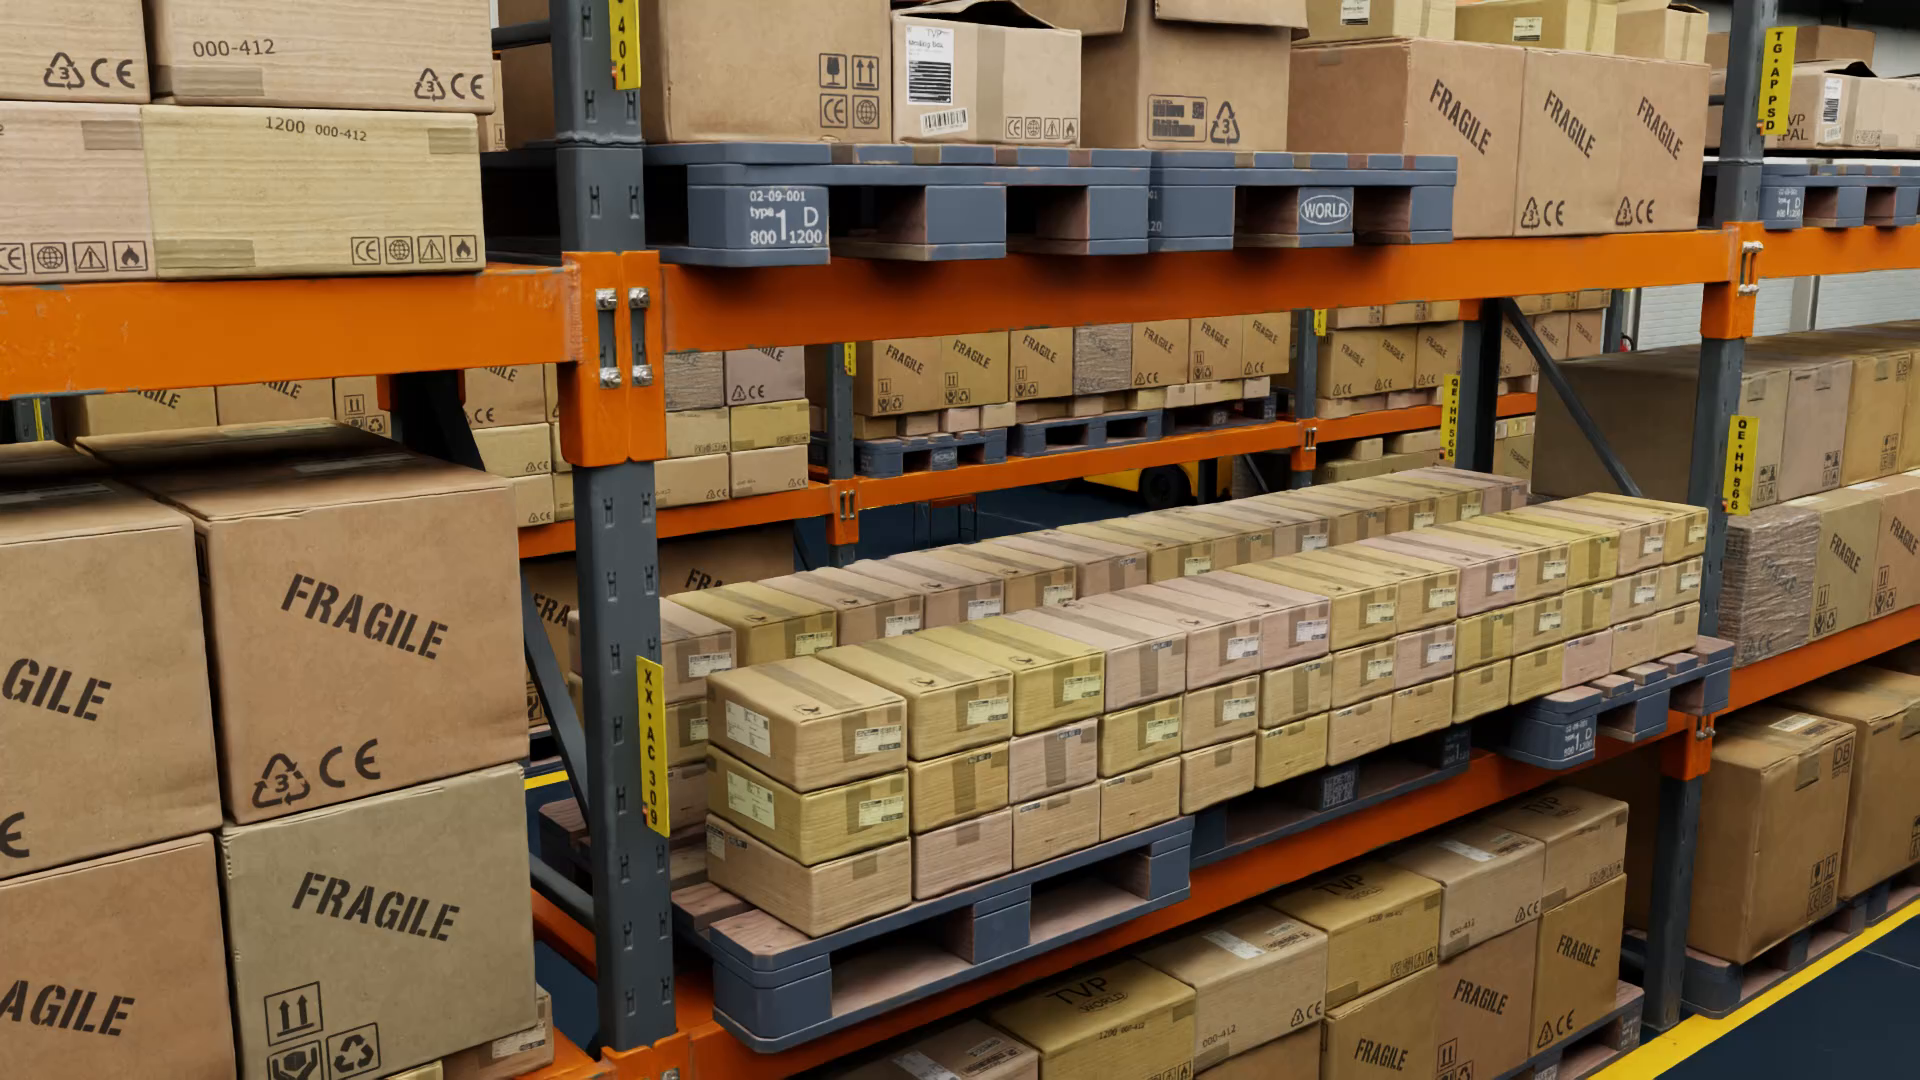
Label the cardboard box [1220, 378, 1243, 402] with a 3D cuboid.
[{"bbox_3d":[1.721,-1.053,11.461,0.250,0.149,0.380,-10,16,-39],"label":"cardboard box"}]

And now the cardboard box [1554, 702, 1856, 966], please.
[{"bbox_3d":[2.747,1.026,6.481,0.750,0.750,1.050,-10,15,-38],"label":"cardboard box"}]

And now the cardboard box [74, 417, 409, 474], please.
[{"bbox_3d":[-1.413,0.050,3.309,0.500,0.500,0.500,-9,15,-36],"label":"cardboard box"}]

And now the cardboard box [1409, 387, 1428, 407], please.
[{"bbox_3d":[3.370,-1.126,12.816,0.250,0.149,0.380,-10,15,-38],"label":"cardboard box"}]

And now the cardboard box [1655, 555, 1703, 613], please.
[{"bbox_3d":[2.114,0.105,5.290,0.250,0.149,0.380,-9,15,-37],"label":"cardboard box"}]

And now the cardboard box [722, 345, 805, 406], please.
[{"bbox_3d":[-1.196,-1.023,9.077,0.500,0.500,0.500,-10,16,-39],"label":"cardboard box"}]

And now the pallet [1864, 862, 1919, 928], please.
[{"bbox_3d":[3.830,1.312,7.443,1.213,0.211,1.003,-9,15,-38],"label":"pallet"}]

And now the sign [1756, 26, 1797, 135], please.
[{"bbox_3d":[2.553,-1.437,5.207,0.005,0.325,0.100,-9,15,-38],"label":"sign"}]

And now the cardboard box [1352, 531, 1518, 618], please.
[{"bbox_3d":[1.319,0.091,4.638,0.250,0.149,0.380,-9,15,-38],"label":"cardboard box"}]

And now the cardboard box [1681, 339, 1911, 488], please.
[{"bbox_3d":[3.365,-0.532,6.766,0.500,0.500,0.700,-10,15,-39],"label":"cardboard box"}]

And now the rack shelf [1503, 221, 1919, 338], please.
[{"bbox_3d":[3.777,-1.180,6.973,4.000,0.370,1.077,-9,15,-38],"label":"rack shelf"}]

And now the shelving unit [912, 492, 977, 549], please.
[{"bbox_3d":[-0.129,-0.565,13.903,0.503,1.200,0.258,-9,15,-38],"label":"shelving unit"}]

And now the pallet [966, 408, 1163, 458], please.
[{"bbox_3d":[0.564,-0.764,10.968,1.213,0.211,1.003,-9,15,-38],"label":"pallet"}]

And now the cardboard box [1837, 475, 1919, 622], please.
[{"bbox_3d":[3.524,0.000,6.666,0.500,0.500,0.500,-9,15,-38],"label":"cardboard box"}]

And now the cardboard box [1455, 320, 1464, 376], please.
[{"bbox_3d":[3.845,-1.521,13.112,0.500,0.500,0.500,-9,15,-37],"label":"cardboard box"}]

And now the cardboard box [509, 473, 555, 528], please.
[{"bbox_3d":[-2.362,-0.211,8.262,0.500,0.250,0.500,-10,15,-39],"label":"cardboard box"}]

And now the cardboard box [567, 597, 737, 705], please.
[{"bbox_3d":[-0.717,0.257,3.859,0.250,0.149,0.380,-9,15,-35],"label":"cardboard box"}]

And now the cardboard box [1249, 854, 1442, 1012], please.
[{"bbox_3d":[1.051,1.108,4.892,0.500,0.250,0.500,-9,15,-36],"label":"cardboard box"}]

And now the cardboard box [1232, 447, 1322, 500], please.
[{"bbox_3d":[2.462,-0.461,12.882,0.500,0.500,0.500,-10,15,-38],"label":"cardboard box"}]

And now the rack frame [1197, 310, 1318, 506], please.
[{"bbox_3d":[2.167,-1.114,12.151,0.127,3.000,1.000,-9,15,-38],"label":"rack frame"}]

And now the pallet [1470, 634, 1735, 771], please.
[{"bbox_3d":[1.725,0.399,5.491,1.003,0.211,1.213,-9,15,-38],"label":"pallet"}]

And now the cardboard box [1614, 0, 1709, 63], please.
[{"bbox_3d":[2.062,-1.601,5.141,0.258,0.266,0.396,-9,15,-38],"label":"cardboard box"}]

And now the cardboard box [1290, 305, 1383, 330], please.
[{"bbox_3d":[2.646,-1.819,12.110,0.500,0.500,0.700,-10,15,-38],"label":"cardboard box"}]

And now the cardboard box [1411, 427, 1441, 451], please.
[{"bbox_3d":[3.540,-0.800,12.915,0.250,0.149,0.380,-8,15,-34],"label":"cardboard box"}]

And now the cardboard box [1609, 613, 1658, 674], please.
[{"bbox_3d":[1.922,0.283,5.168,0.250,0.149,0.380,-9,15,-38],"label":"cardboard box"}]

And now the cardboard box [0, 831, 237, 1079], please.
[{"bbox_3d":[-1.516,0.696,2.675,0.500,0.500,0.500,-10,16,-39],"label":"cardboard box"}]

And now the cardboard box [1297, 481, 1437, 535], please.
[{"bbox_3d":[1.331,-0.083,5.461,0.250,0.149,0.380,-10,15,-38],"label":"cardboard box"}]

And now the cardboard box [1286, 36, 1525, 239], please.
[{"bbox_3d":[1.153,-1.074,4.505,0.500,0.500,0.500,-9,15,-38],"label":"cardboard box"}]

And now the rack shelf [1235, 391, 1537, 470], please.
[{"bbox_3d":[3.729,-1.021,13.448,4.000,0.370,1.077,-9,15,-38],"label":"rack shelf"}]

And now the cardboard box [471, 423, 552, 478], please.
[{"bbox_3d":[-2.366,-0.457,8.219,0.500,0.250,0.500,-10,16,-39],"label":"cardboard box"}]

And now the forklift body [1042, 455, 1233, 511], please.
[{"bbox_3d":[1.846,-1.480,15.921,1.214,2.155,2.313,-9,15,-38],"label":"forklift body"}]

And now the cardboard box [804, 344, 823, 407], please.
[{"bbox_3d":[-0.775,-1.098,10.112,0.500,0.500,0.500,-10,16,-39],"label":"cardboard box"}]

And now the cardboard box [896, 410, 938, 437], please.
[{"bbox_3d":[-0.344,-0.720,9.893,0.250,0.149,0.380,-11,16,-41],"label":"cardboard box"}]

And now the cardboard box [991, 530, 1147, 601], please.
[{"bbox_3d":[0.302,0.088,4.655,0.250,0.149,0.380,-10,16,-40],"label":"cardboard box"}]

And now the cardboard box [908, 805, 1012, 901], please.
[{"bbox_3d":[-0.100,0.618,3.589,0.250,0.149,0.380,-9,15,-37],"label":"cardboard box"}]

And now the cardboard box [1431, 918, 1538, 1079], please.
[{"bbox_3d":[1.457,1.407,5.288,0.500,0.500,0.500,-9,15,-35],"label":"cardboard box"}]

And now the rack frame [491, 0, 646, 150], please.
[{"bbox_3d":[-0.908,-2.220,2.920,0.127,3.000,1.000,-9,15,-38],"label":"rack frame"}]

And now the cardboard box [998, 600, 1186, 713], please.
[{"bbox_3d":[0.299,0.262,3.834,0.250,0.149,0.380,-10,15,-38],"label":"cardboard box"}]

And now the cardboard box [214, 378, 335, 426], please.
[{"bbox_3d":[-3.176,-0.694,7.530,0.500,0.500,0.500,-10,15,-38],"label":"cardboard box"}]

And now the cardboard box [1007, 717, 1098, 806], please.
[{"bbox_3d":[0.089,0.442,3.703,0.250,0.149,0.380,-9,15,-36],"label":"cardboard box"}]

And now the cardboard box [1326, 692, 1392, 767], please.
[{"bbox_3d":[0.902,0.453,4.369,0.250,0.149,0.380,-10,16,-40],"label":"cardboard box"}]

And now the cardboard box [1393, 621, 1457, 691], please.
[{"bbox_3d":[1.108,0.273,4.500,0.250,0.149,0.380,-9,15,-36],"label":"cardboard box"}]

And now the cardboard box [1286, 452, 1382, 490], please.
[{"bbox_3d":[2.797,-0.374,12.470,0.500,0.500,0.500,-9,15,-35],"label":"cardboard box"}]

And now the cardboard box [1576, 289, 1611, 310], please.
[{"bbox_3d":[5.028,-2.214,13.972,0.500,0.500,0.700,-10,16,-39],"label":"cardboard box"}]

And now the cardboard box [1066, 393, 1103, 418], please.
[{"bbox_3d":[0.706,-0.891,10.697,0.250,0.149,0.380,-9,15,-36],"label":"cardboard box"}]

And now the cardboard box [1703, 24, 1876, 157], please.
[{"bbox_3d":[3.398,-1.846,6.888,0.500,0.500,0.500,-9,15,-38],"label":"cardboard box"}]

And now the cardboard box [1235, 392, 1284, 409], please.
[{"bbox_3d":[2.228,-1.082,12.607,0.250,0.149,0.380,-10,15,-38],"label":"cardboard box"}]

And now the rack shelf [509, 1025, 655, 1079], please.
[{"bbox_3d":[-2.470,1.326,2.396,4.000,0.370,1.077,-9,15,-38],"label":"rack shelf"}]

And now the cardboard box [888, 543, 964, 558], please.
[{"bbox_3d":[0.063,0.317,10.731,0.625,0.372,0.950,-10,15,-39],"label":"cardboard box"}]

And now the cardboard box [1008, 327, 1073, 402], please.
[{"bbox_3d":[0.353,-1.154,10.374,0.500,0.500,0.500,-9,15,-37],"label":"cardboard box"}]

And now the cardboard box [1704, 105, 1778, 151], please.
[{"bbox_3d":[2.576,-1.421,5.730,0.250,0.149,0.380,-10,16,-40],"label":"cardboard box"}]
